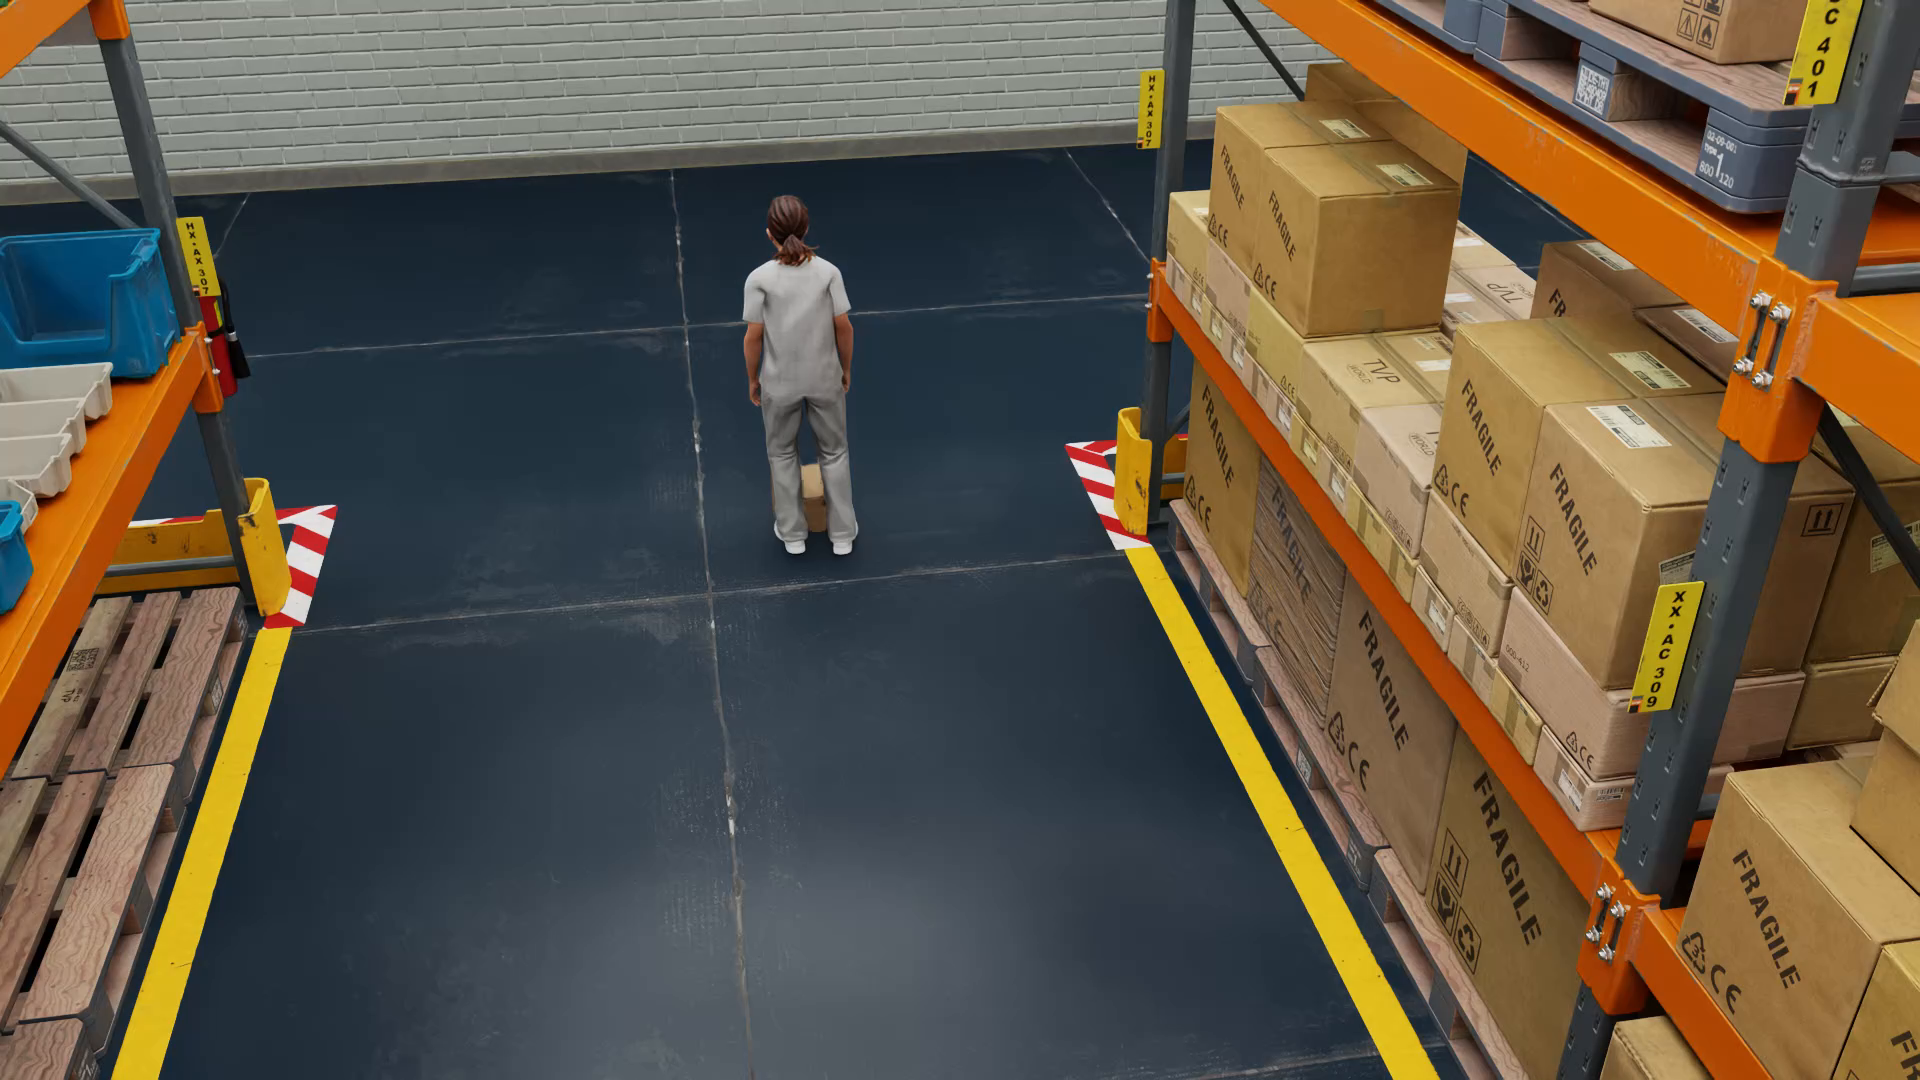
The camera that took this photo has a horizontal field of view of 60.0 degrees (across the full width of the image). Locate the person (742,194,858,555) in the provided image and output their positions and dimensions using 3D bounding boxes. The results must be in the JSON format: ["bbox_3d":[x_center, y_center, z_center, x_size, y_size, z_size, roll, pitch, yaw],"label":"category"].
[{"bbox_3d":[-0.702,-0.703,7.312,0.487,1.673,0.415,-6,31,-11],"label":"person"}]
